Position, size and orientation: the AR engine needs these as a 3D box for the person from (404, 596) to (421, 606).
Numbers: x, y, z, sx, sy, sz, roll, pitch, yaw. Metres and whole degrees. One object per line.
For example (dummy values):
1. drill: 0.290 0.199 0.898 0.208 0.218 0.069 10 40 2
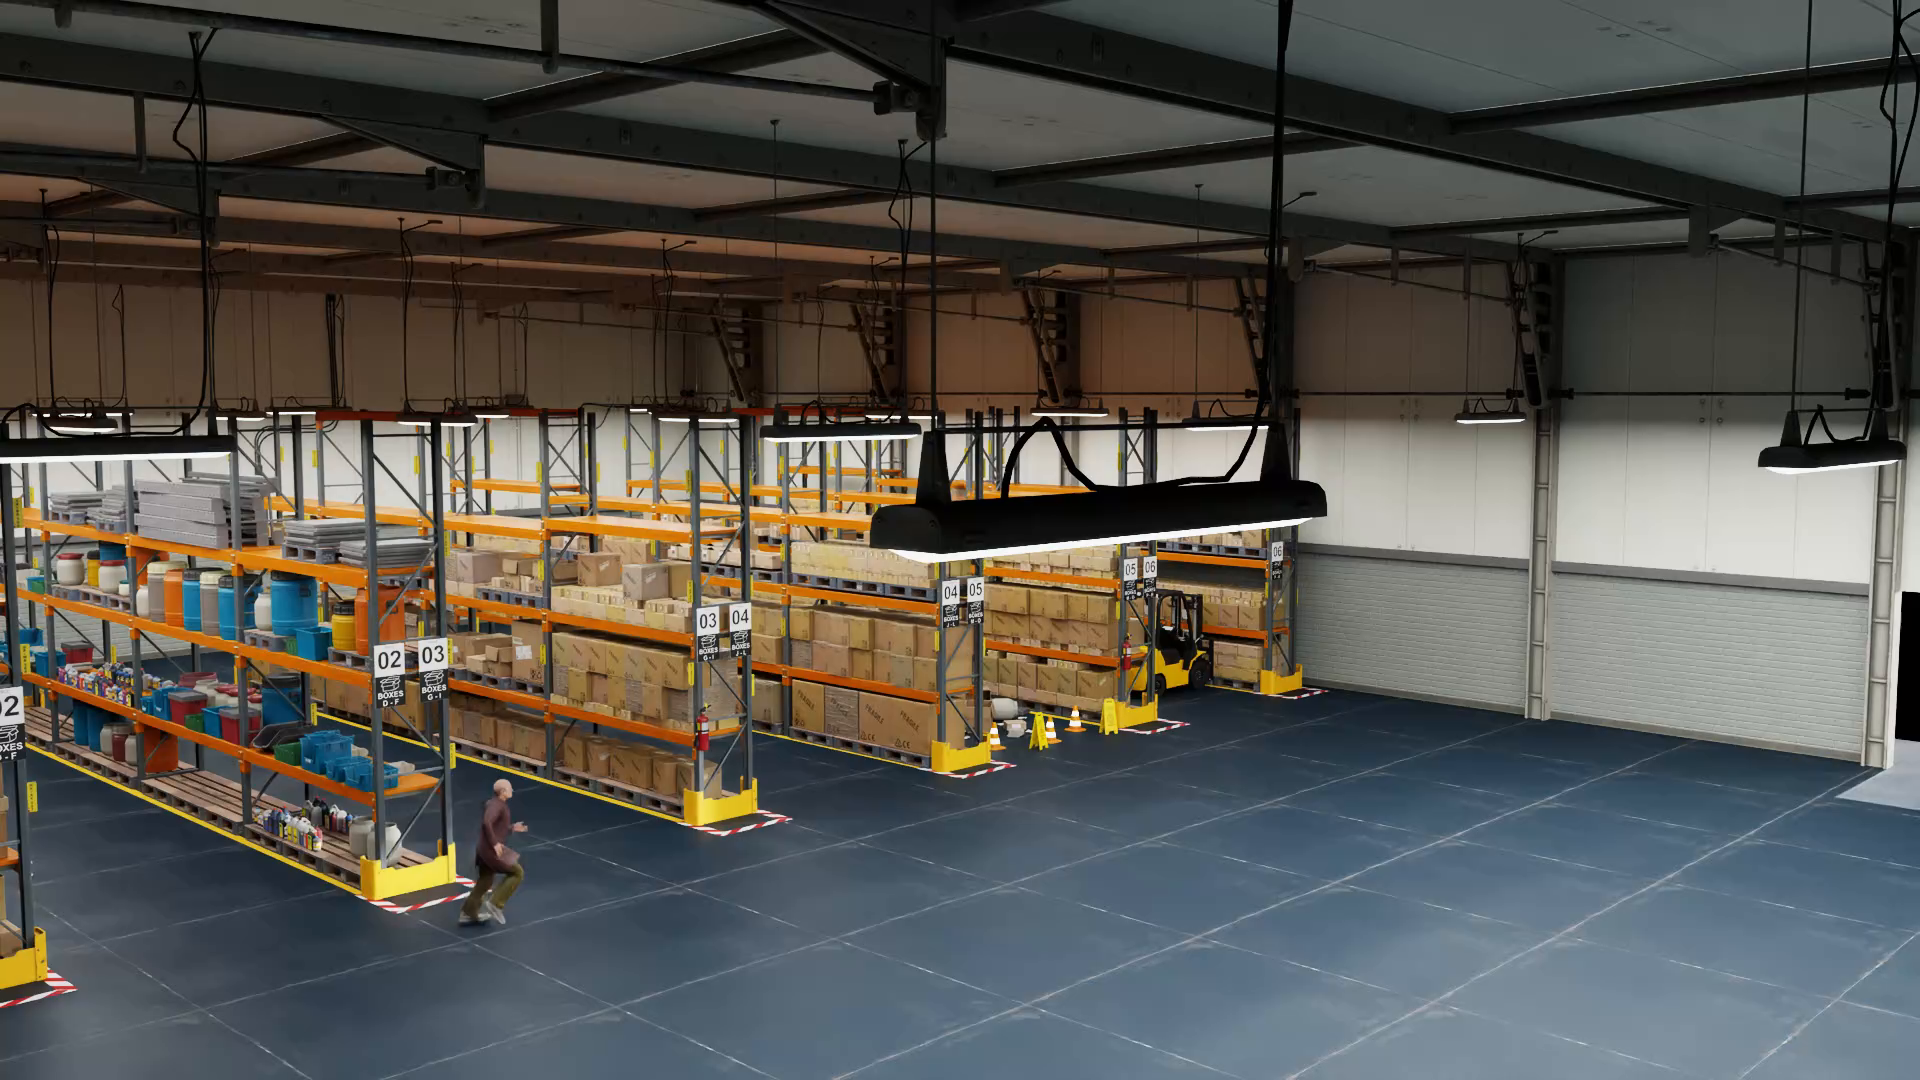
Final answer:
1. person: -12.792 2.042 38.706 0.739 1.748 0.620 0 5 -2

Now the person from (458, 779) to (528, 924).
1. person: -5.550 3.726 19.850 0.877 1.732 0.738 -2 6 -26
